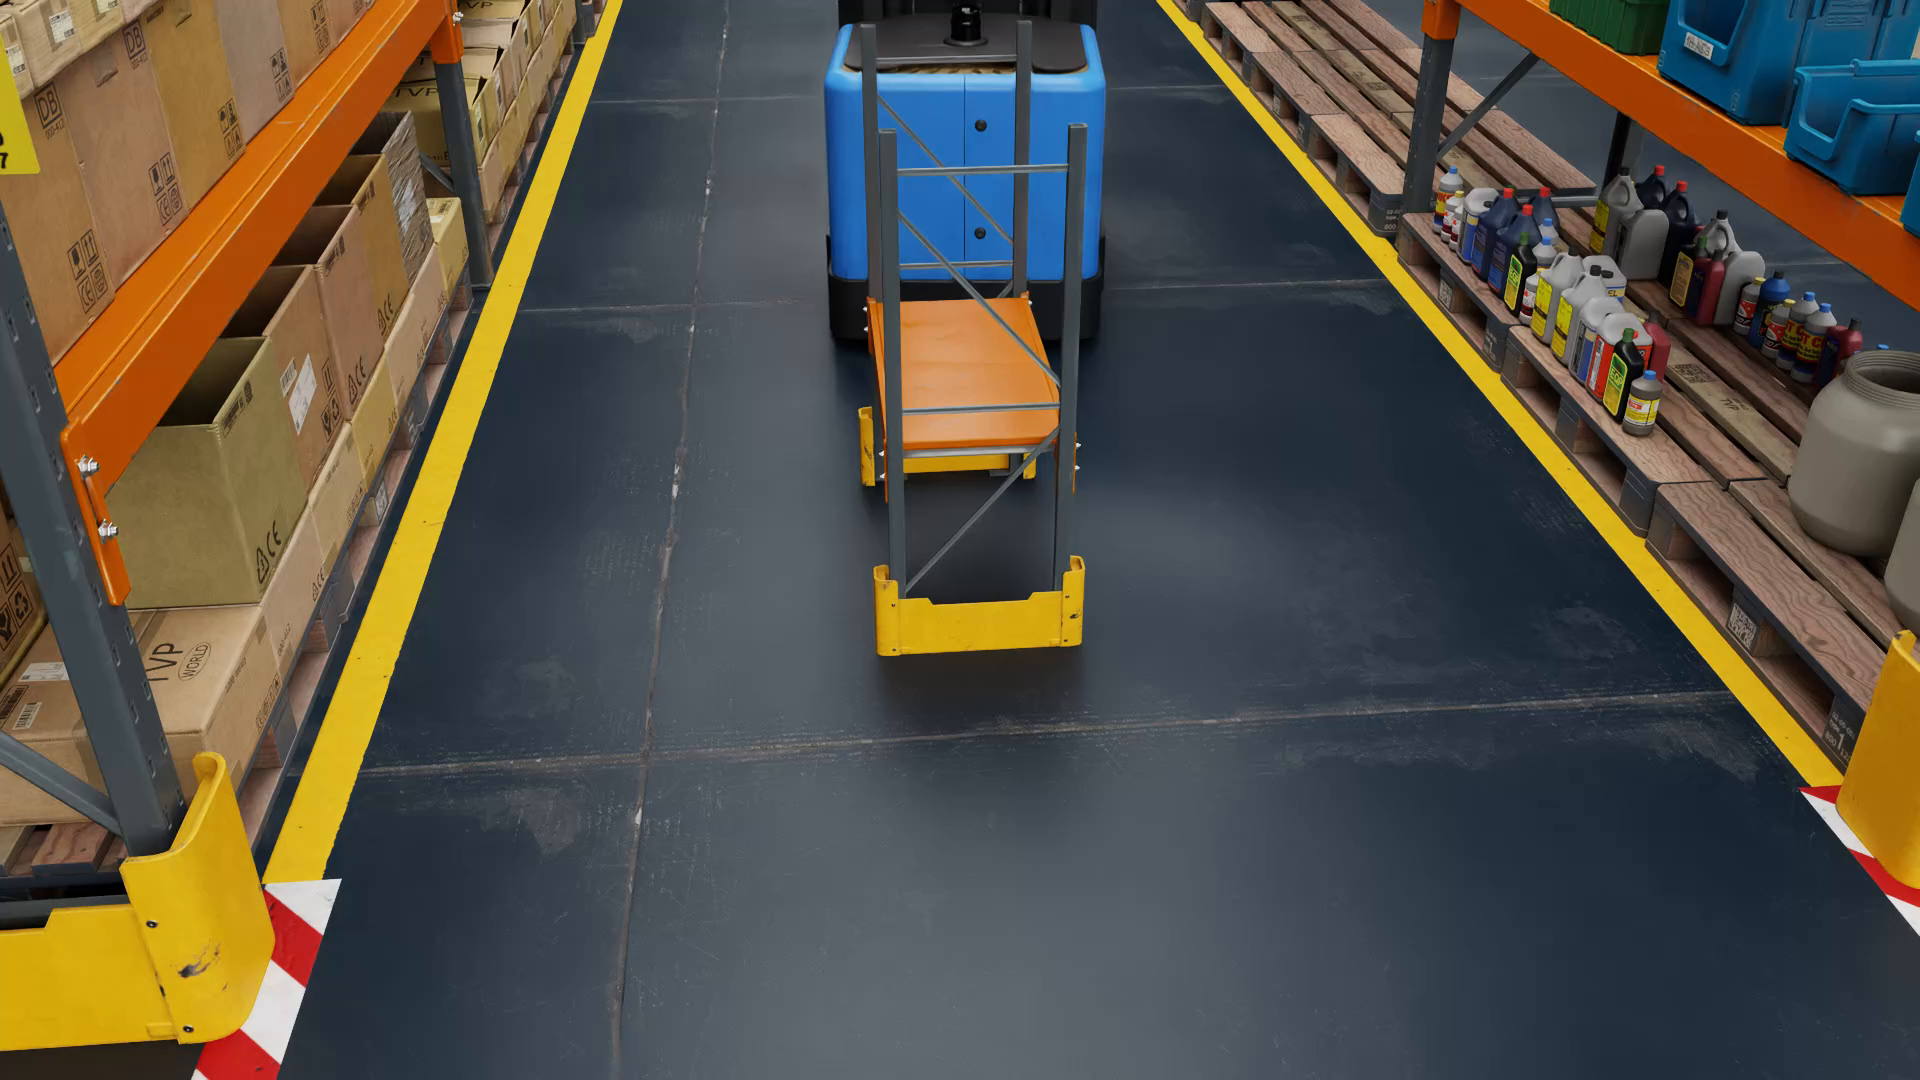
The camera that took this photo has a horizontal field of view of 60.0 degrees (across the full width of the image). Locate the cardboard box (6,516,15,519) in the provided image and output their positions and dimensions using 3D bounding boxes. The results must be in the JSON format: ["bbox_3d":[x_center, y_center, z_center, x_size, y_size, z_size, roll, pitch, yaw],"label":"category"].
[{"bbox_3d":[-2.564,-0.080,4.731,0.500,0.250,0.500,-3,31,-5],"label":"cardboard box"}]

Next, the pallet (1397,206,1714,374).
[{"bbox_3d":[2.467,-1.046,6.796,1.003,0.211,1.213,-3,31,-5],"label":"pallet"}]

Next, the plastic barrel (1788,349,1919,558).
[{"bbox_3d":[2.635,-0.247,4.755,0.421,0.512,0.421,0,31,0],"label":"plastic barrel"}]

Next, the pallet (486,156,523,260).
[{"bbox_3d":[-2.594,-1.530,7.606,1.003,0.211,1.213,-3,31,-5],"label":"pallet"}]

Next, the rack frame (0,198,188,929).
[{"bbox_3d":[-2.112,-0.311,2.845,1.000,3.000,0.127,-3,31,-5],"label":"rack frame"}]

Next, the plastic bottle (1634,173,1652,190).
[{"bbox_3d":[2.819,-1.381,6.857,0.061,0.283,0.133,-1,31,-2],"label":"plastic bottle"}]

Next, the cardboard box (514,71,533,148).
[{"bbox_3d":[-2.375,-2.096,8.106,0.500,0.250,0.500,-4,31,-6],"label":"cardboard box"}]

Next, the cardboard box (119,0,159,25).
[{"bbox_3d":[-2.005,-1.234,3.661,0.380,0.149,0.250,-3,31,-5],"label":"cardboard box"}]

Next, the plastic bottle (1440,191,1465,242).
[{"bbox_3d":[2.049,-1.340,6.869,0.097,0.201,0.097,0,31,0],"label":"plastic bottle"}]

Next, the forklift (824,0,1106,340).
[{"bbox_3d":[0.035,-2.744,6.985,1.130,2.935,3.031,0,31,1],"label":"forklift"}]

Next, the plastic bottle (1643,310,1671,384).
[{"bbox_3d":[2.321,-0.621,5.584,0.061,0.283,0.133,-3,31,-5],"label":"plastic bottle"}]

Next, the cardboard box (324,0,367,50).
[{"bbox_3d":[-2.382,-1.901,5.410,0.700,0.500,0.500,-3,31,-5],"label":"cardboard box"}]

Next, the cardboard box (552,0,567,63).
[{"bbox_3d":[-2.516,-2.875,9.410,0.500,0.250,0.500,-3,31,-5],"label":"cardboard box"}]

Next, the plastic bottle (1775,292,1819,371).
[{"bbox_3d":[2.919,-0.730,5.779,0.097,0.271,0.097,0,31,0],"label":"plastic bottle"}]

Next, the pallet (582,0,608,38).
[{"bbox_3d":[-2.892,-3.581,11.040,1.003,0.211,1.213,-3,31,-5],"label":"pallet"}]

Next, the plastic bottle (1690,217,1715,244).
[{"bbox_3d":[2.868,-1.117,6.415,0.061,0.283,0.133,-1,31,-1],"label":"plastic bottle"}]

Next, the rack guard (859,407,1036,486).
[{"bbox_3d":[-0.039,-0.323,5.546,0.587,0.250,0.087,-3,31,-5],"label":"rack guard"}]

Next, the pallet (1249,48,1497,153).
[{"bbox_3d":[2.217,-2.415,9.087,1.003,0.211,1.213,-3,31,-5],"label":"pallet"}]

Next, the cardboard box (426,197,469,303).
[{"bbox_3d":[-2.225,-1.127,6.483,0.500,0.250,0.500,-3,31,-5],"label":"cardboard box"}]

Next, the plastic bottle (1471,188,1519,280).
[{"bbox_3d":[2.108,-1.208,6.502,0.144,0.351,0.185,-2,31,-3],"label":"plastic bottle"}]

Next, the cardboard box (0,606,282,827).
[{"bbox_3d":[-1.941,0.405,3.919,0.500,0.250,0.500,-3,31,-5],"label":"cardboard box"}]

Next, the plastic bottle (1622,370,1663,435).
[{"bbox_3d":[2.212,-0.450,5.379,0.097,0.201,0.097,0,31,0],"label":"plastic bottle"}]

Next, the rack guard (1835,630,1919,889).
[{"bbox_3d":[2.766,0.490,3.942,1.175,0.500,0.348,-3,31,-5],"label":"rack guard"}]

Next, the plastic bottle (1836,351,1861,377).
[{"bbox_3d":[2.951,-0.527,5.507,0.097,0.201,0.097,0,31,0],"label":"plastic bottle"}]

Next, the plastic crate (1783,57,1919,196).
[{"bbox_3d":[2.420,-1.055,4.237,0.499,0.251,0.408,-3,31,-5],"label":"plastic crate"}]

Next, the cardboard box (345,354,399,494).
[{"bbox_3d":[-2.079,-0.361,5.201,0.500,0.250,0.500,-3,31,-5],"label":"cardboard box"}]

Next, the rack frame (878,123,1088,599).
[{"bbox_3d":[0.055,-0.341,4.358,0.500,1.500,0.032,-3,31,-5],"label":"rack frame"}]

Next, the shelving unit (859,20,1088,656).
[{"bbox_3d":[0.007,-0.605,4.800,0.587,1.500,1.083,-3,31,-5],"label":"shelving unit"}]

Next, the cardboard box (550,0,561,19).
[{"bbox_3d":[-2.510,-3.115,9.265,0.500,0.311,0.500,-3,31,-5],"label":"cardboard box"}]

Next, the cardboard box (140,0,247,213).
[{"bbox_3d":[-2.238,-1.114,4.093,0.700,0.500,0.500,-3,31,-4],"label":"cardboard box"}]

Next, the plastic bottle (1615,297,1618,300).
[{"bbox_3d":[2.299,-0.764,5.903,0.097,0.201,0.097,0,31,0],"label":"plastic bottle"}]

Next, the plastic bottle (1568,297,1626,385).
[{"bbox_3d":[2.203,-0.683,5.696,0.152,0.276,0.135,-4,31,-6],"label":"plastic bottle"}]

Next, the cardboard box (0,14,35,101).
[{"bbox_3d":[-1.934,-0.843,3.006,0.380,0.149,0.250,-3,31,-5],"label":"cardboard box"}]

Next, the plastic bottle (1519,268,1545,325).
[{"bbox_3d":[2.129,-0.902,6.135,0.097,0.201,0.097,0,31,0],"label":"plastic bottle"}]

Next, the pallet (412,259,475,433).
[{"bbox_3d":[-2.453,-0.748,6.296,1.003,0.211,1.213,-3,31,-5],"label":"pallet"}]

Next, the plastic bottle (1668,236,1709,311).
[{"bbox_3d":[2.742,-1.015,6.245,0.061,0.283,0.133,-3,31,-5],"label":"plastic bottle"}]

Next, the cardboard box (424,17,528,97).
[{"bbox_3d":[-2.368,-2.337,7.962,0.500,0.311,0.500,-4,31,-6],"label":"cardboard box"}]

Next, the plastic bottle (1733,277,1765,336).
[{"bbox_3d":[2.891,-0.856,6.058,0.097,0.201,0.097,0,31,0],"label":"plastic bottle"}]

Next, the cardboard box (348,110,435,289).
[{"bbox_3d":[-2.190,-1.193,5.862,0.500,0.500,0.500,-3,31,-5],"label":"cardboard box"}]

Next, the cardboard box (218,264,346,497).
[{"bbox_3d":[-2.049,-0.427,4.580,0.500,0.500,0.500,-3,31,-5],"label":"cardboard box"}]

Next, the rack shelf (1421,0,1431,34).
[{"bbox_3d":[2.259,-3.301,8.552,1.077,0.370,4.000,-3,31,-5],"label":"rack shelf"}]

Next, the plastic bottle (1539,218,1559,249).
[{"bbox_3d":[2.242,-1.106,6.408,0.097,0.271,0.097,0,31,0],"label":"plastic bottle"}]

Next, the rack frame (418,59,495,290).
[{"bbox_3d":[-2.486,-2.353,6.264,1.000,3.000,0.127,-3,31,-5],"label":"rack frame"}]
